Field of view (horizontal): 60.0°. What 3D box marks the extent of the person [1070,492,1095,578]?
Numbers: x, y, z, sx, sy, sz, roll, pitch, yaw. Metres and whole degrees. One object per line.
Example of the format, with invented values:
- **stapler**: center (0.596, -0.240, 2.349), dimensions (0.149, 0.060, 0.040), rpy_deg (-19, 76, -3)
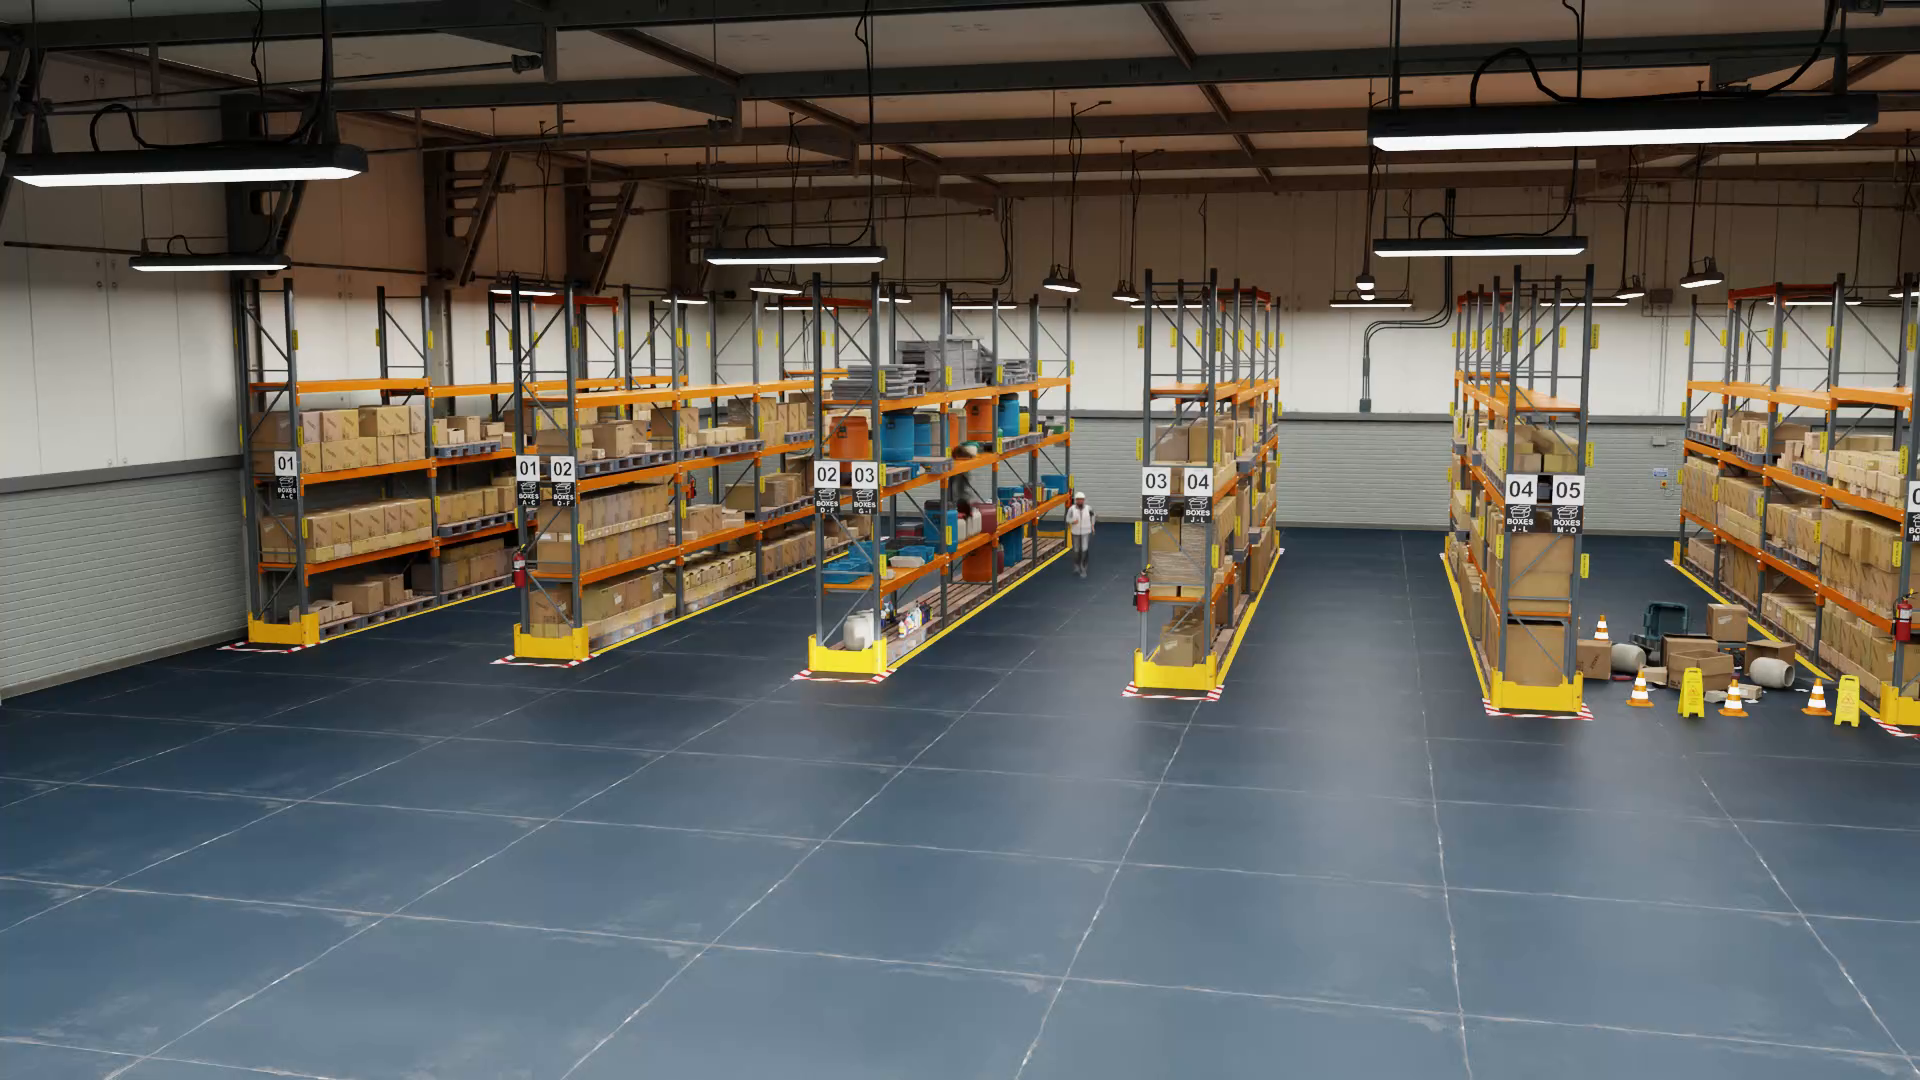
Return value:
- **person**: center (2.604, -0.113, 35.361), dimensions (0.514, 1.833, 0.851), rpy_deg (1, 7, 5)
